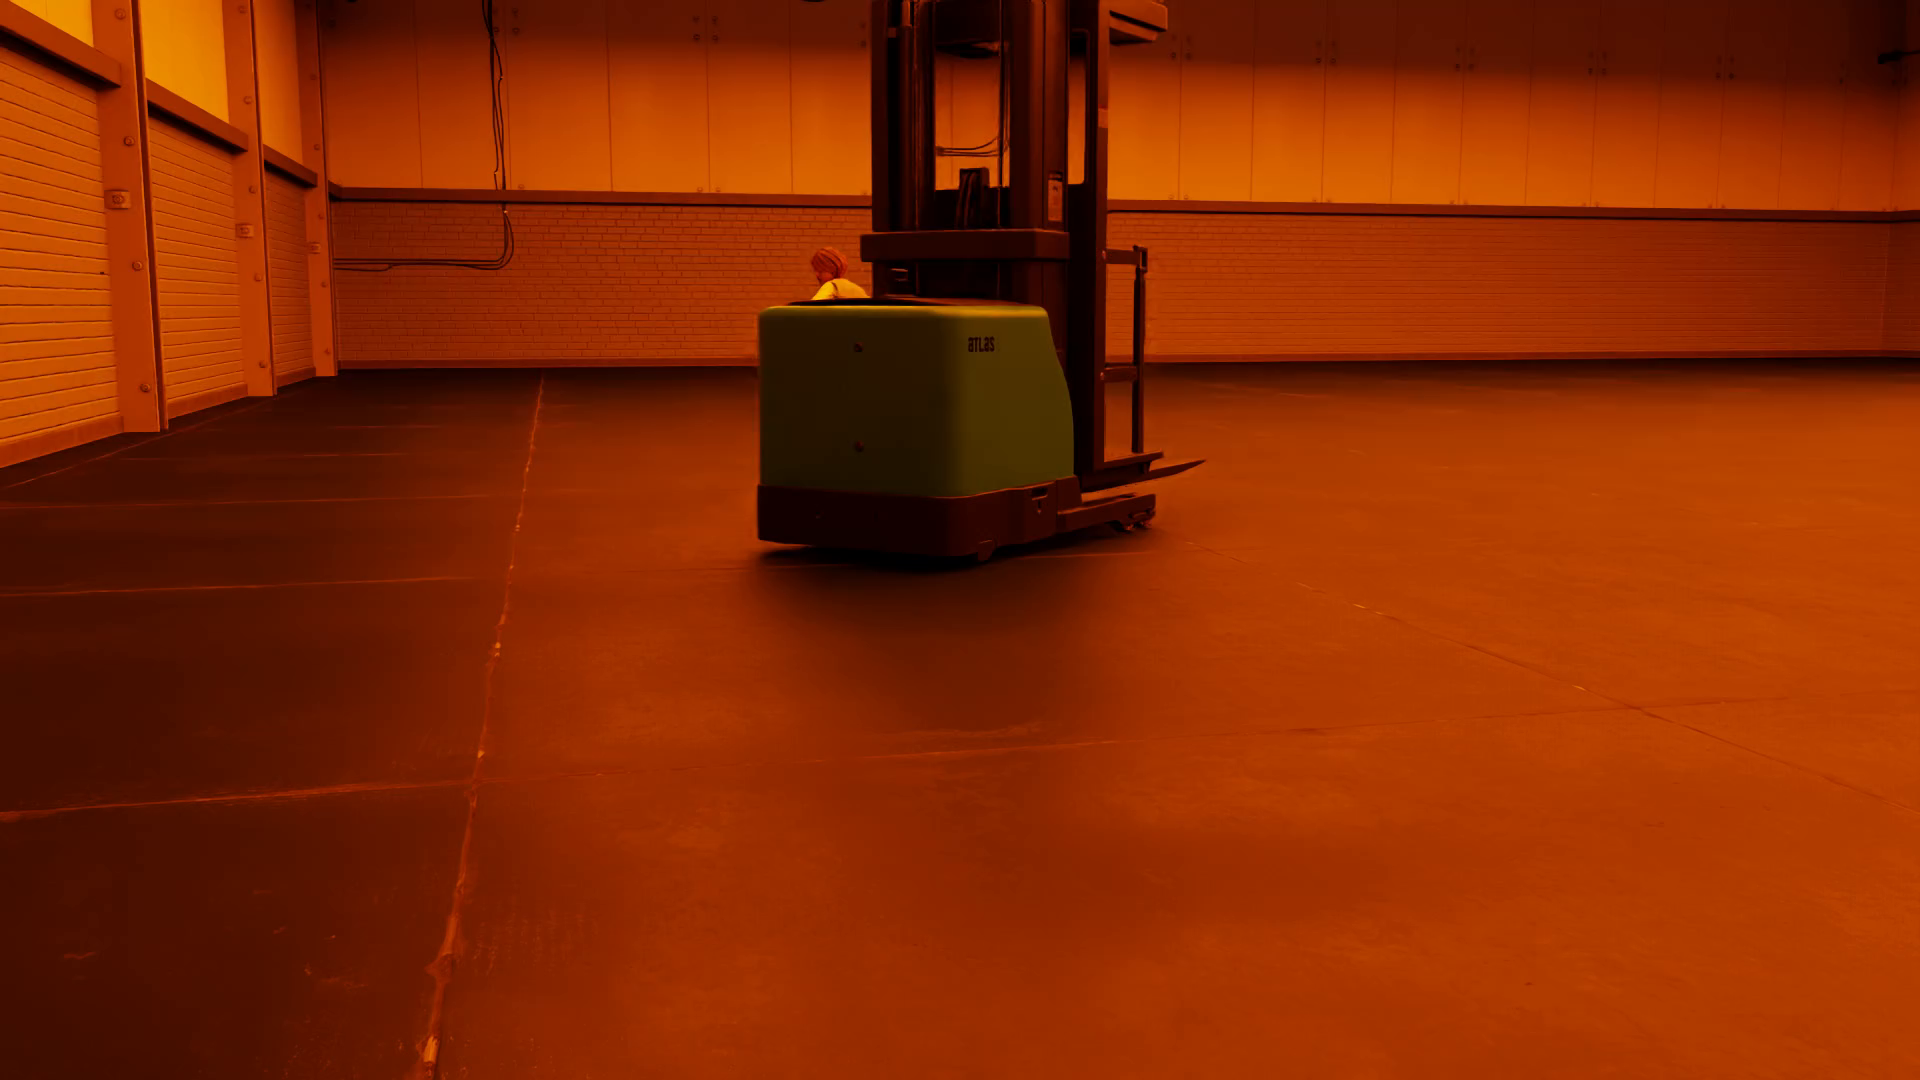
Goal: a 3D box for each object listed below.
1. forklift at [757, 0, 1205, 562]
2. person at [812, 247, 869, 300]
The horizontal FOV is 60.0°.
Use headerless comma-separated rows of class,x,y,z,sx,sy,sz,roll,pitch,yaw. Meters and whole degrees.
forklift,0.310,-1.525,8.026,1.130,2.935,3.031,5,9,31
person,-0.739,-1.078,10.436,0.488,1.492,1.030,7,11,41
